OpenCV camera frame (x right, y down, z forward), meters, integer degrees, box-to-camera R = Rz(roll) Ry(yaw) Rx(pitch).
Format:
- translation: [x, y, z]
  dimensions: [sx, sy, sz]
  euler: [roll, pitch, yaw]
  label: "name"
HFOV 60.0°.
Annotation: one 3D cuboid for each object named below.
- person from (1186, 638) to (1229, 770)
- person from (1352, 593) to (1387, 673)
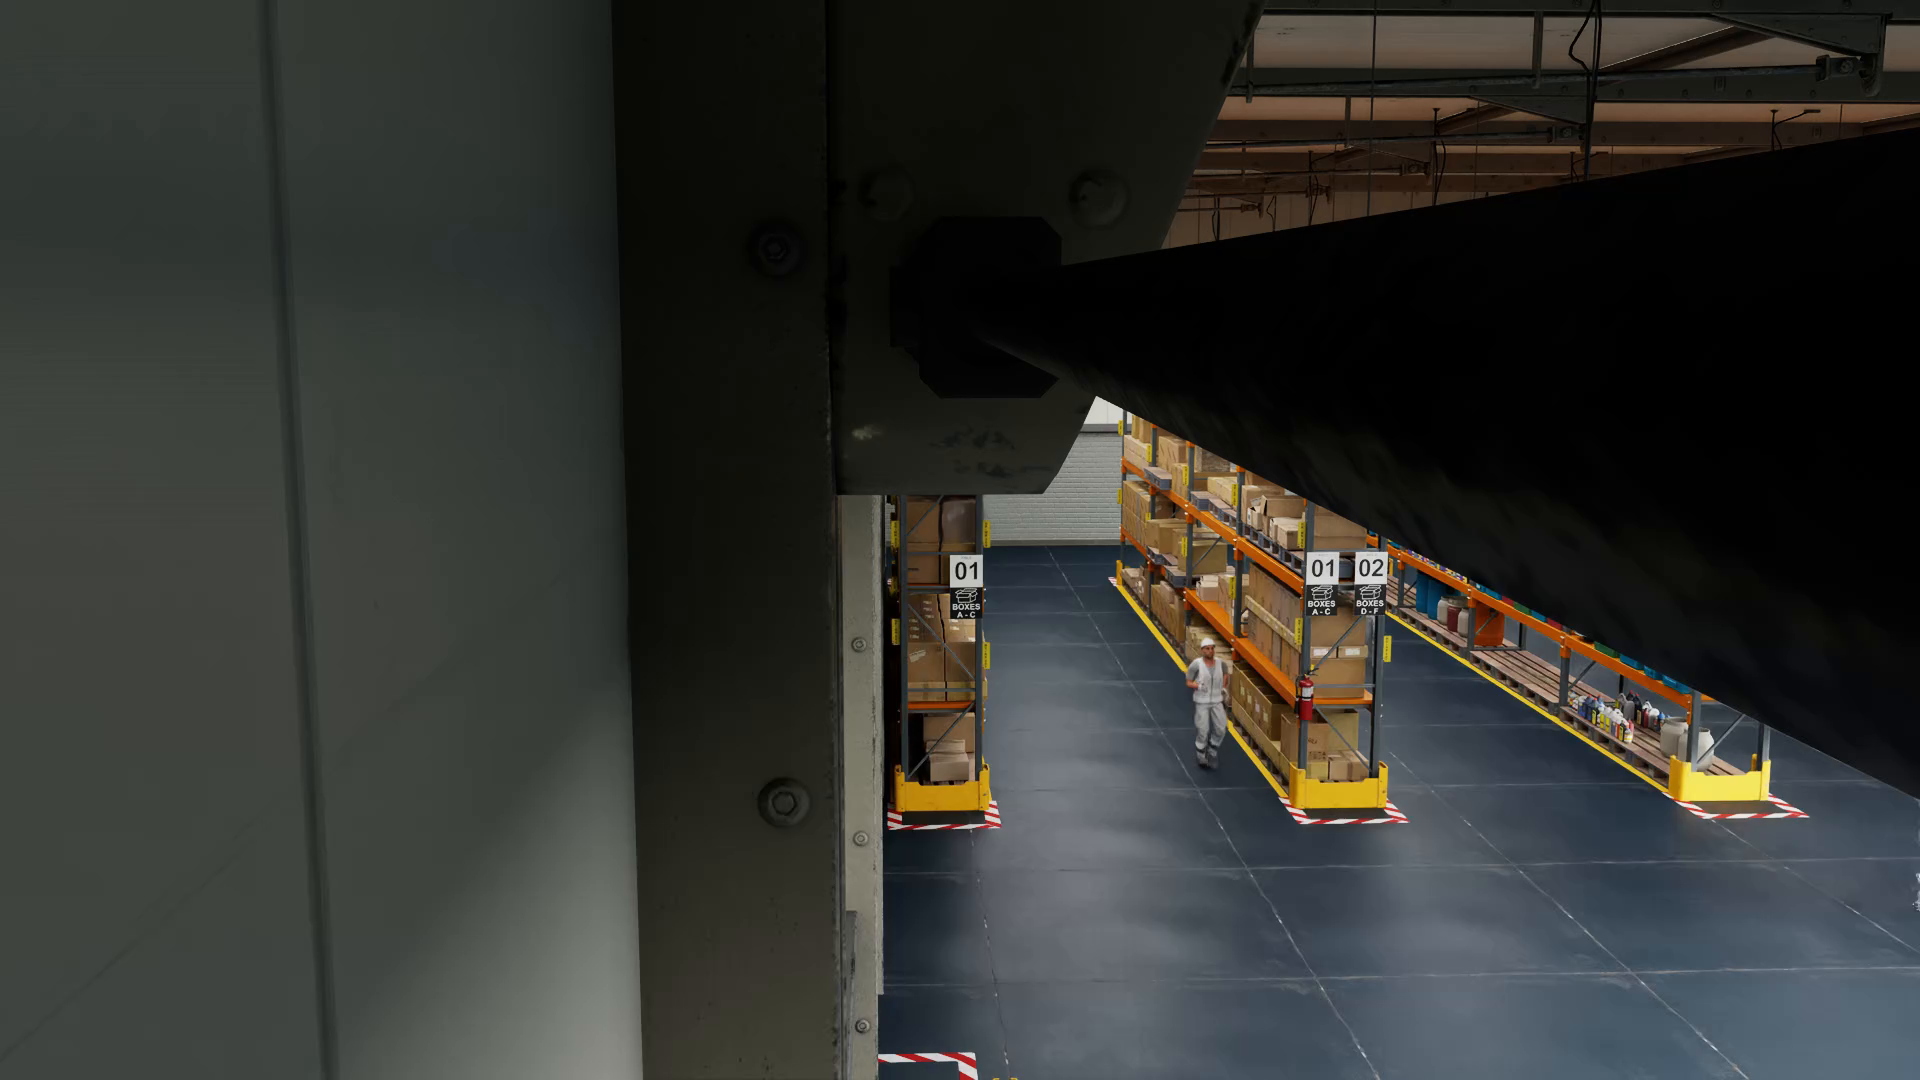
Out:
- translation: [3.336, 2.198, 22.170]
  dimensions: [0.634, 1.786, 0.645]
  euler: [-1, 8, -7]
  label: "person"
- translation: [6.971, 1.296, 28.235]
  dimensions: [0.679, 1.789, 0.870]
  euler: [-2, 9, -13]
  label: "person"
